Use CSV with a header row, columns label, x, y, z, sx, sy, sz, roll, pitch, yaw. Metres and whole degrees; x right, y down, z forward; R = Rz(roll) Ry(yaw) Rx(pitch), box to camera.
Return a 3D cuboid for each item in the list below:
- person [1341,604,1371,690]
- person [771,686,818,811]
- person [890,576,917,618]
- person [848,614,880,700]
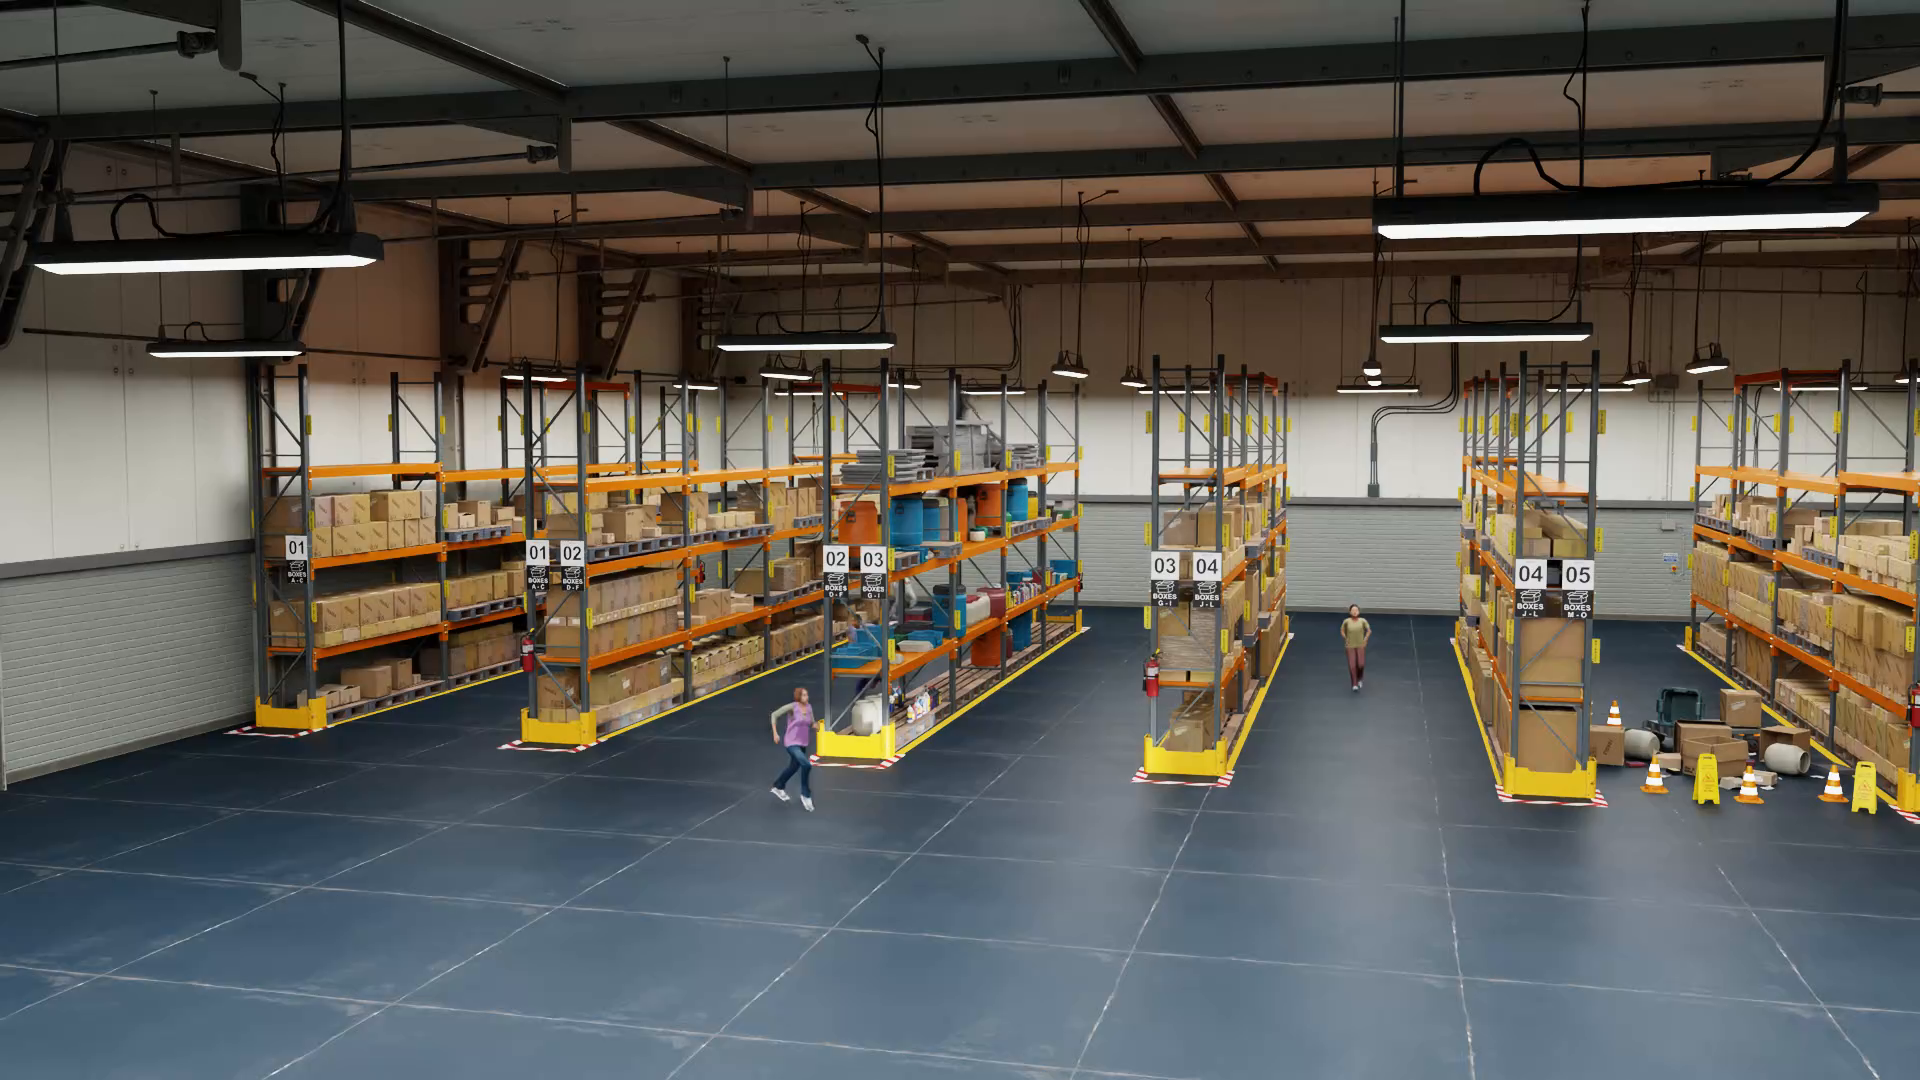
label,x,y,z,sx,sy,sz,roll,pitch,yaw
person,7.431,2.024,31.257,0.556,1.626,0.523,1,4,13
person,-2.168,2.724,21.772,0.795,1.592,0.556,3,5,41
person,-1.486,1.244,42.697,0.775,1.705,0.607,4,5,43
person,-1.718,2.127,30.696,0.641,1.612,0.975,2,4,26
